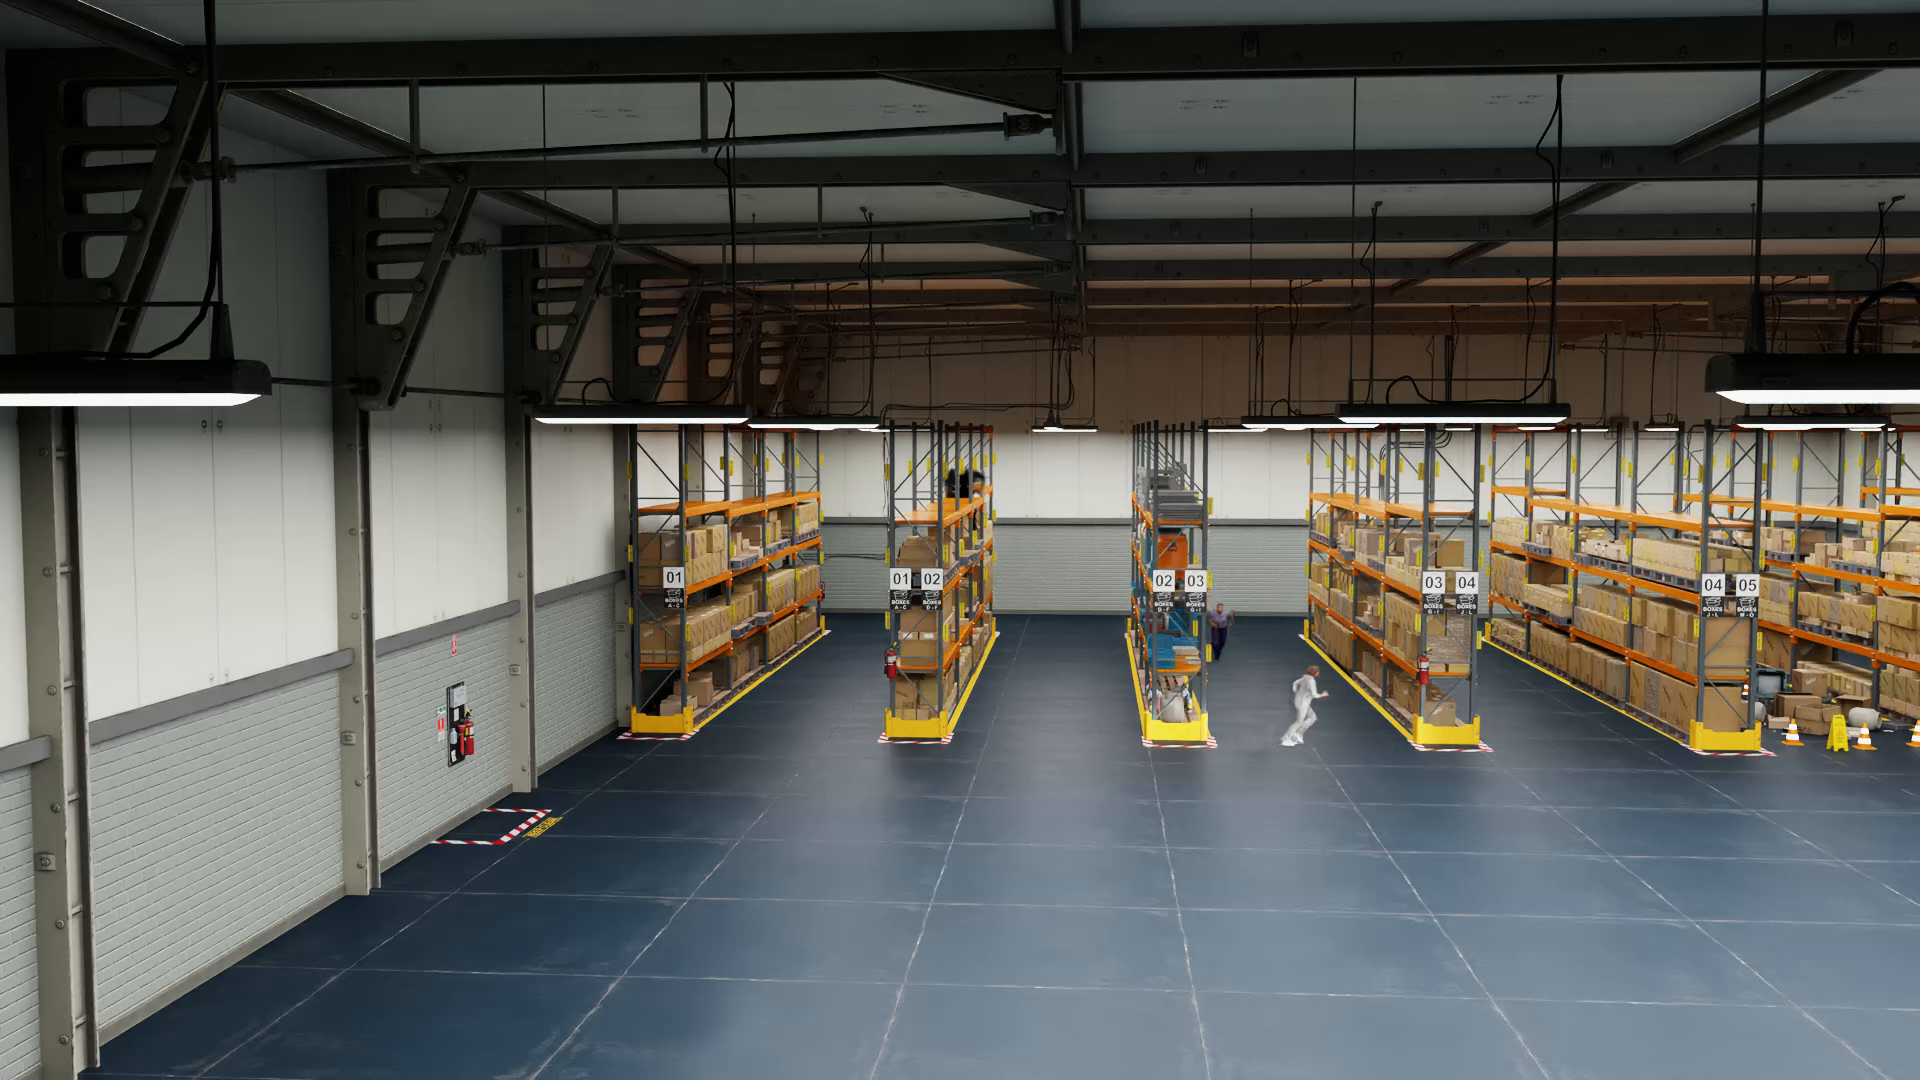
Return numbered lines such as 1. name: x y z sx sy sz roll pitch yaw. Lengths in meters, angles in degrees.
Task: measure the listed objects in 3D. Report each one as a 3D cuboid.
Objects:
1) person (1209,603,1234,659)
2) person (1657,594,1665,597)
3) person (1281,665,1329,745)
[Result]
1. person: 6.627 2.316 42.160 0.635 1.488 0.769 0 4 4
2. person: 17.341 2.249 41.219 0.691 1.664 1.063 0 4 -6
3. person: 6.334 3.024 30.524 0.862 1.497 0.529 0 4 3
